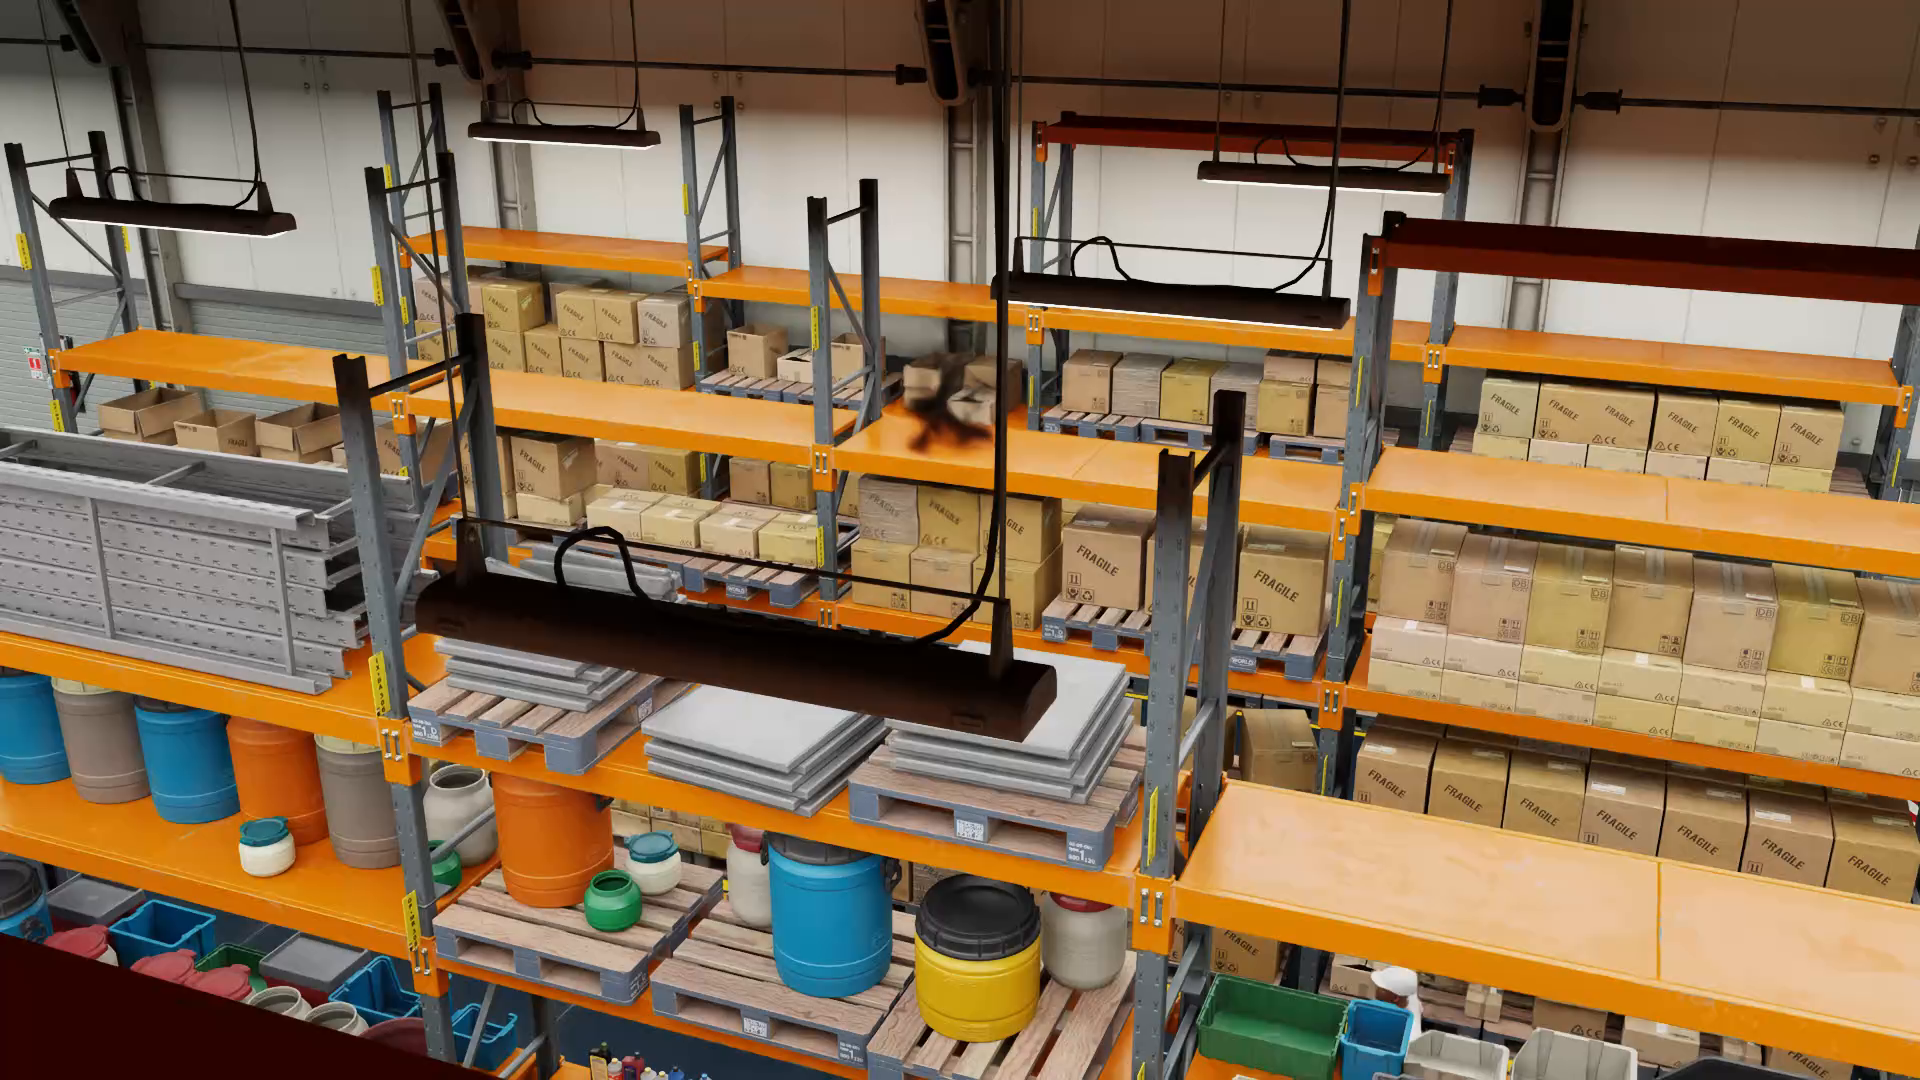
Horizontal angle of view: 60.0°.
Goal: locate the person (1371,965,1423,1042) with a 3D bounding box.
[{"bbox_3d":[2.792,3.493,10.823,0.627,1.711,0.689,3,21,9],"label":"person"}]
